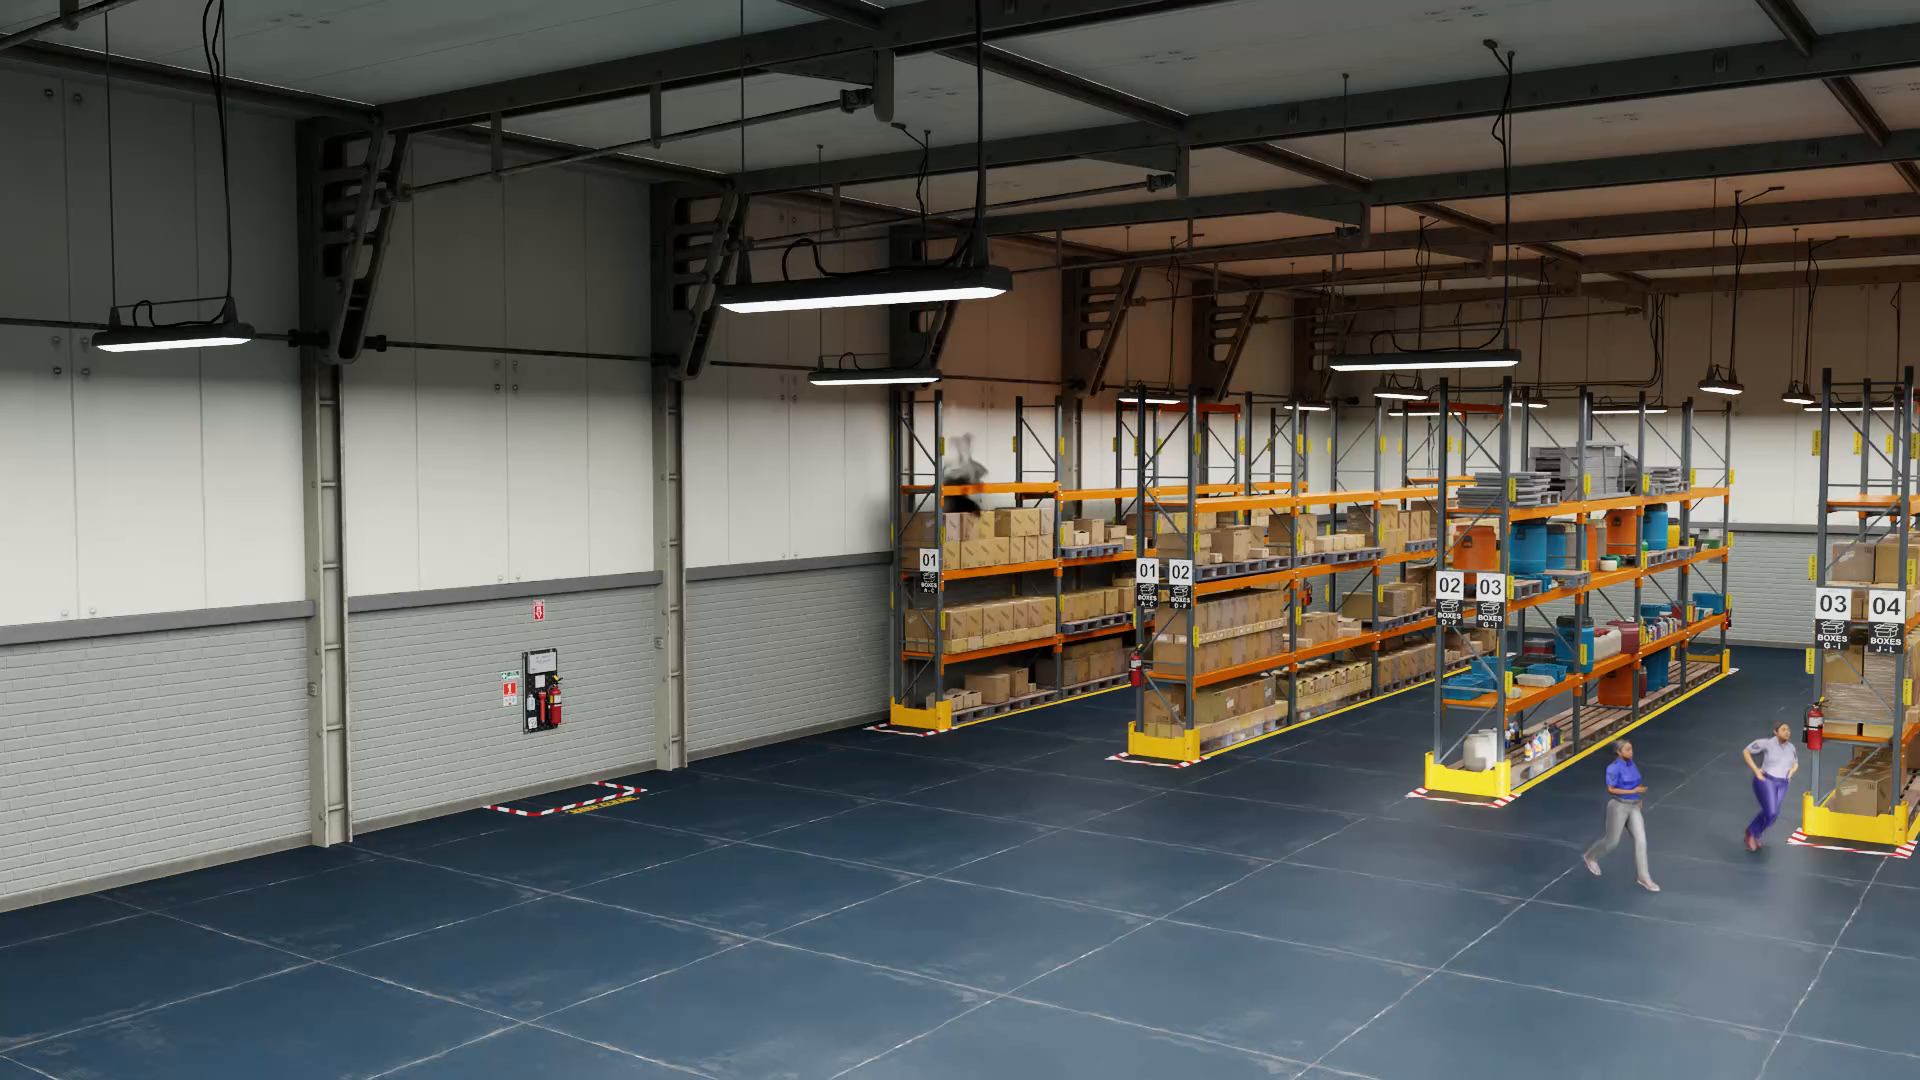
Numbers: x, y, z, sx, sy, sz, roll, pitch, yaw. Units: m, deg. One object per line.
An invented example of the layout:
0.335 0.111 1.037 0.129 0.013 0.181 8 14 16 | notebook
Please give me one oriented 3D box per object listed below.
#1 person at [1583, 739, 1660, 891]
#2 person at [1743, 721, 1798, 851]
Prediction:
7.571 3.092 18.939 0.580 1.650 0.879 -2 4 -27 | person
10.061 3.049 20.585 0.619 1.605 0.605 -1 3 -13 | person
